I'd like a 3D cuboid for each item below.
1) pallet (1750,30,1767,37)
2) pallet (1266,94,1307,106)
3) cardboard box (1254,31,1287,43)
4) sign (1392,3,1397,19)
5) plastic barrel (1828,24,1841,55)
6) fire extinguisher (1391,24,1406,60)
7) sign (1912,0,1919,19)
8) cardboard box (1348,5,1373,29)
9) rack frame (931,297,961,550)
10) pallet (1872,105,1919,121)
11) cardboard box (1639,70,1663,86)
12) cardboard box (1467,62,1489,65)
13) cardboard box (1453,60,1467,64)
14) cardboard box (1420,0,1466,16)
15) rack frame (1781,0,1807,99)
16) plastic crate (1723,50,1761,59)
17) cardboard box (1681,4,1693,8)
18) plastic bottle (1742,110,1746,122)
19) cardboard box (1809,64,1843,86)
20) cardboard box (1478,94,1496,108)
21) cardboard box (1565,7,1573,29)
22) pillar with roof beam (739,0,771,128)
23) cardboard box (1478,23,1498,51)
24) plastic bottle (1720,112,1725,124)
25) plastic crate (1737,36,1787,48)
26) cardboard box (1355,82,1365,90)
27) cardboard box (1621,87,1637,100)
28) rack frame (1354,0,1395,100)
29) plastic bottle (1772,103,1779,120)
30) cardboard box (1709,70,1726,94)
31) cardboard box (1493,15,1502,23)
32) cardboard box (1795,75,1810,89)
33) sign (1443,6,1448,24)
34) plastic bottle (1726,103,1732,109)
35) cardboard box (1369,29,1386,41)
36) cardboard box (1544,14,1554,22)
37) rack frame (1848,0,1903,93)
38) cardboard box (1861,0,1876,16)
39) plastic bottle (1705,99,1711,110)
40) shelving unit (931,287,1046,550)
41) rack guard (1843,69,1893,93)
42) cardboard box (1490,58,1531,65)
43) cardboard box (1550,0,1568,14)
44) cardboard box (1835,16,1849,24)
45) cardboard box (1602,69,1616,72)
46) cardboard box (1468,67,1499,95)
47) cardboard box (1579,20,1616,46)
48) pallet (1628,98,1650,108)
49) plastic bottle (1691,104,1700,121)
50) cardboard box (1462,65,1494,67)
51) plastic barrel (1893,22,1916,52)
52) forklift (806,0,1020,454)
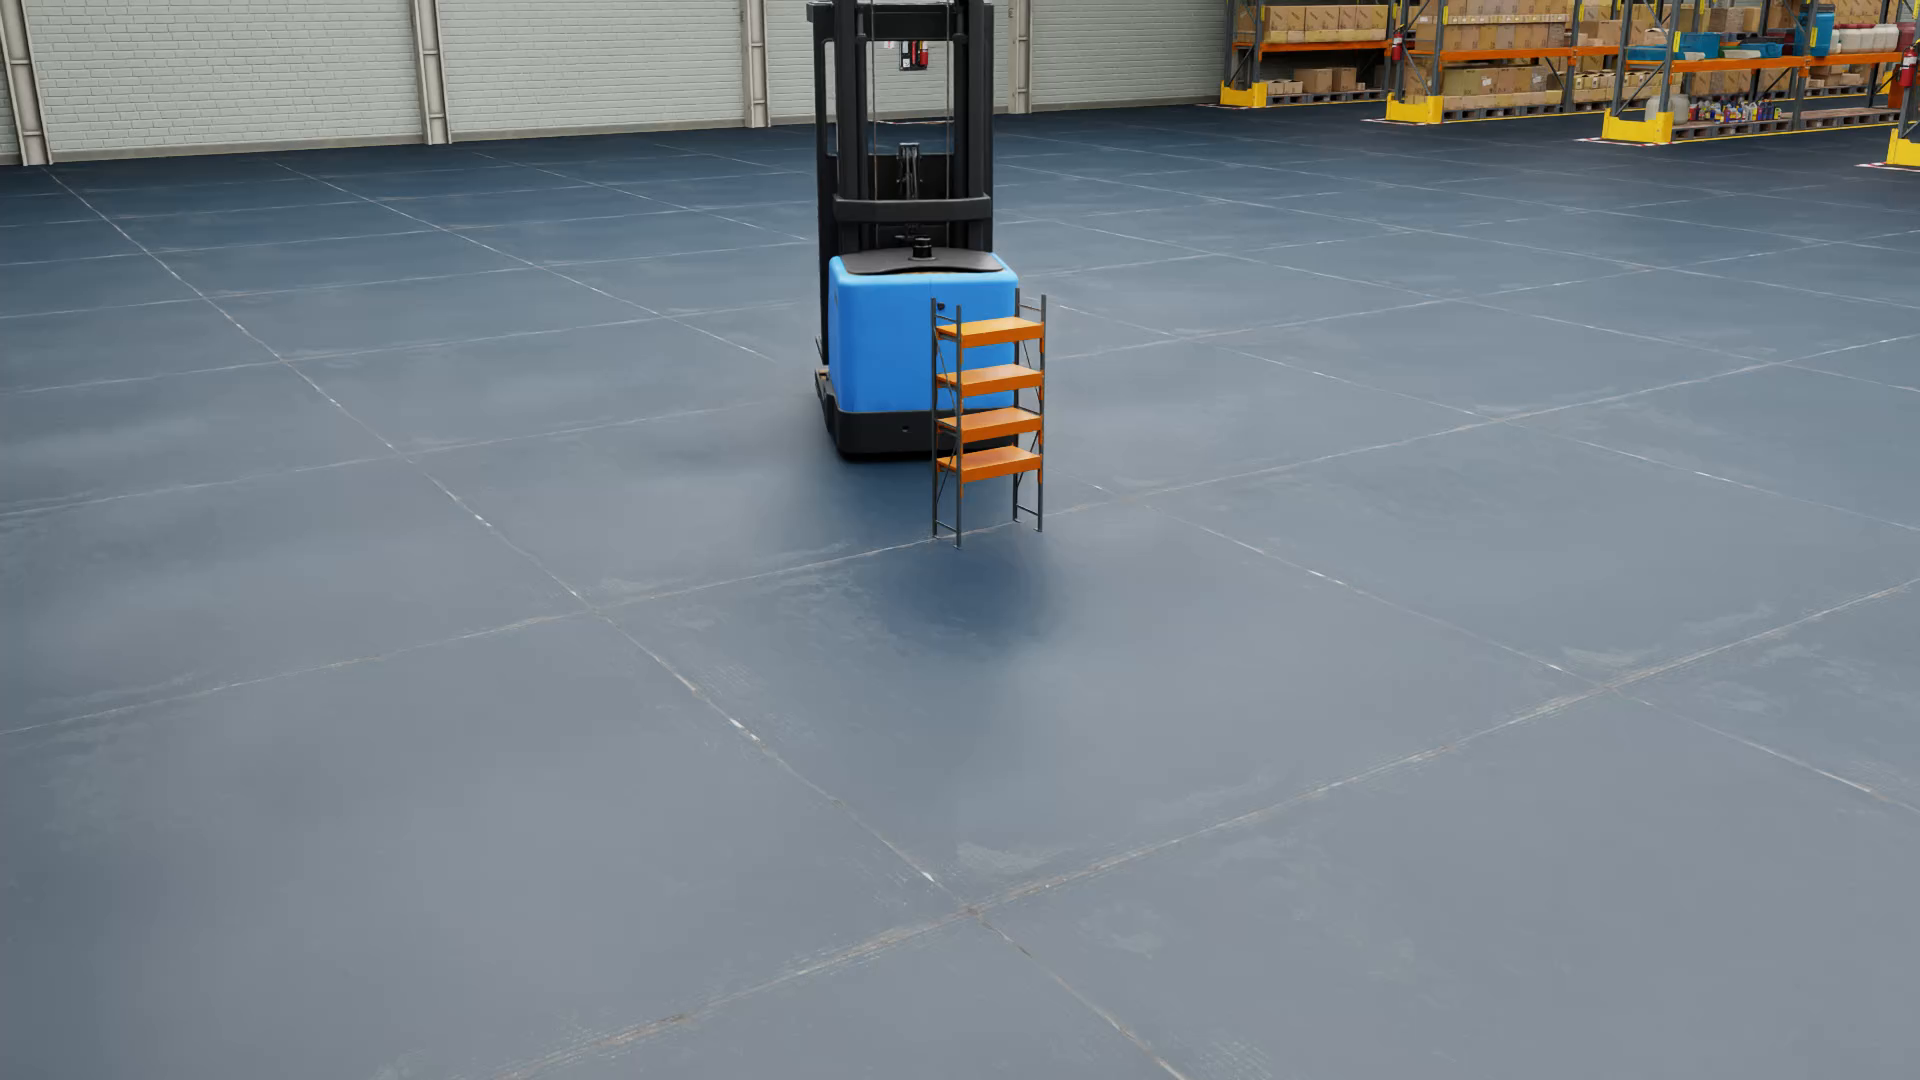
[{"bbox_3d":[18.146,-11.507,37.897,1.213,0.211,1.003,-12,22,-31],"label":"pallet"},{"bbox_3d":[6.885,-9.746,36.743,1.213,0.211,1.003,-12,22,-31],"label":"pallet"},{"bbox_3d":[6.706,-10.859,35.885,0.500,0.250,0.500,-13,22,-33],"label":"cardboard box"},{"bbox_3d":[9.770,-11.891,37.381,0.005,0.325,0.100,-12,22,-31],"label":"sign"},{"bbox_3d":[15.833,-9.149,30.410,0.433,0.535,0.433,0,19,0],"label":"plastic barrel"},{"bbox_3d":[8.497,-9.662,32.262,0.183,0.674,0.296,-12,22,-31],"label":"fire extinguisher"},{"bbox_3d":[14.008,-7.795,24.318,0.005,0.325,0.100,-12,22,-31],"label":"sign"},{"bbox_3d":[8.826,-11.663,37.090,0.500,0.500,0.500,-12,22,-32],"label":"cardboard box"},{"bbox_3d":[-0.066,-0.555,8.012,0.015,1.200,0.240,-12,22,-31],"label":"rack frame"},{"bbox_3d":[18.890,-8.508,33.081,1.213,0.211,1.003,-12,22,-31],"label":"pallet"},{"bbox_3d":[14.800,-9.915,35.652,0.500,0.311,0.500,-12,22,-32],"label":"cardboard box"},{"bbox_3d":[12.233,-11.212,39.943,0.500,0.500,0.700,-12,22,-31],"label":"cardboard box"},{"bbox_3d":[11.722,-11.484,39.575,0.500,0.250,0.500,-11,22,-30],"label":"cardboard box"},{"bbox_3d":[9.293,-10.346,31.981,0.500,0.500,0.700,-12,22,-31],"label":"cardboard box"},{"bbox_3d":[18.874,-11.709,38.196,0.127,3.000,1.000,-12,22,-31],"label":"rack frame"},{"bbox_3d":[13.697,-8.496,29.103,0.437,0.136,0.530,-12,22,-31],"label":"plastic crate"},{"bbox_3d":[18.465,-13.657,43.488,0.700,0.700,0.980,-12,22,-32],"label":"cardboard box"},{"bbox_3d":[13.883,-7.520,29.488,0.097,0.201,0.097,0,19,0],"label":"plastic bottle"},{"bbox_3d":[20.440,-11.067,39.508,0.637,0.503,0.797,-12,22,-31],"label":"cardboard box"},{"bbox_3d":[10.255,-8.704,32.944,0.500,0.250,0.500,-12,22,-31],"label":"cardboard box"},{"bbox_3d":[14.640,-12.814,40.814,0.500,0.500,0.500,-11,22,-30],"label":"cardboard box"},{"bbox_3d":[-1.422,-10.851,26.291,0.400,9.000,9.100,-12,22,-31],"label":"pillar with roof beam"},{"bbox_3d":[10.102,-9.901,32.693,0.500,0.500,0.700,-12,22,-31],"label":"cardboard box"},{"bbox_3d":[13.345,-7.407,29.153,0.097,0.201,0.097,0,19,0],"label":"plastic bottle"},{"bbox_3d":[14.406,-8.887,29.945,0.504,0.338,0.767,-12,22,-31],"label":"plastic crate"},{"bbox_3d":[9.034,-10.388,38.026,0.250,0.166,0.380,-16,24,-38],"label":"cardboard box"},{"bbox_3d":[13.949,-9.472,35.217,0.500,0.250,0.500,-11,22,-30],"label":"cardboard box"},{"bbox_3d":[9.465,-11.624,37.945,0.127,3.000,1.000,-12,22,-31],"label":"rack frame"},{"bbox_3d":[14.693,-7.723,29.960,0.133,0.283,0.061,-11,21,-29],"label":"plastic bottle"},{"bbox_3d":[16.504,-10.126,36.730,0.500,0.500,0.500,-13,23,-33],"label":"cardboard box"},{"bbox_3d":[10.372,-10.189,32.531,0.250,0.149,0.380,-12,22,-32],"label":"cardboard box"},{"bbox_3d":[19.343,-10.660,38.604,0.500,0.311,0.500,-12,22,-31],"label":"cardboard box"},{"bbox_3d":[9.152,-9.894,31.350,0.005,0.325,0.100,-12,22,-31],"label":"sign"},{"bbox_3d":[13.956,-7.801,30.210,0.097,0.271,0.097,0,19,0],"label":"plastic bottle"},{"bbox_3d":[9.236,-11.398,37.480,0.500,0.250,0.500,-12,22,-31],"label":"cardboard box"},{"bbox_3d":[11.658,-10.460,33.331,0.250,0.149,0.380,-13,22,-33],"label":"cardboard box"},{"bbox_3d":[22.214,-12.414,40.280,0.127,3.000,1.000,-12,22,-31],"label":"rack frame"},{"bbox_3d":[21.142,-12.601,39.117,0.500,0.500,0.500,-11,22,-30],"label":"cardboard box"},{"bbox_3d":[13.498,-7.789,30.049,0.185,0.351,0.144,-12,22,-32],"label":"plastic bottle"},{"bbox_3d":[0.138,-0.598,8.139,0.503,1.200,0.258,-12,22,-31],"label":"shelving unit"},{"bbox_3d":[22.151,-11.216,40.641,0.348,0.500,1.175,-12,22,-31],"label":"rack guard"},{"bbox_3d":[13.492,-11.604,40.586,0.750,0.750,0.750,-12,22,-32],"label":"cardboard box"},{"bbox_3d":[11.825,-10.882,33.568,0.500,0.500,0.700,-12,22,-31],"label":"cardboard box"},{"bbox_3d":[20.294,-11.952,38.758,0.500,0.500,0.500,-12,22,-32],"label":"cardboard box"},{"bbox_3d":[14.073,-9.969,35.811,0.500,0.311,0.500,-13,22,-33],"label":"cardboard box"},{"bbox_3d":[10.249,-9.062,32.833,0.500,0.500,0.500,-12,22,-31],"label":"cardboard box"},{"bbox_3d":[13.283,-10.571,34.674,0.500,0.500,0.500,-10,21,-28],"label":"cardboard box"},{"bbox_3d":[14.824,-9.549,36.161,1.213,0.211,1.003,-12,22,-31],"label":"pallet"},{"bbox_3d":[13.150,-7.641,29.717,0.133,0.283,0.061,-12,22,-31],"label":"plastic bottle"},{"bbox_3d":[10.381,-9.289,33.504,0.500,0.500,0.500,-12,22,-31],"label":"cardboard box"},{"bbox_3d":[18.033,-9.581,31.688,0.708,0.536,0.600,-12,22,-31],"label":"plastic barrel"},{"bbox_3d":[-0.374,-2.311,10.505,1.130,2.935,3.031,-3,19,-8],"label":"forklift"}]
